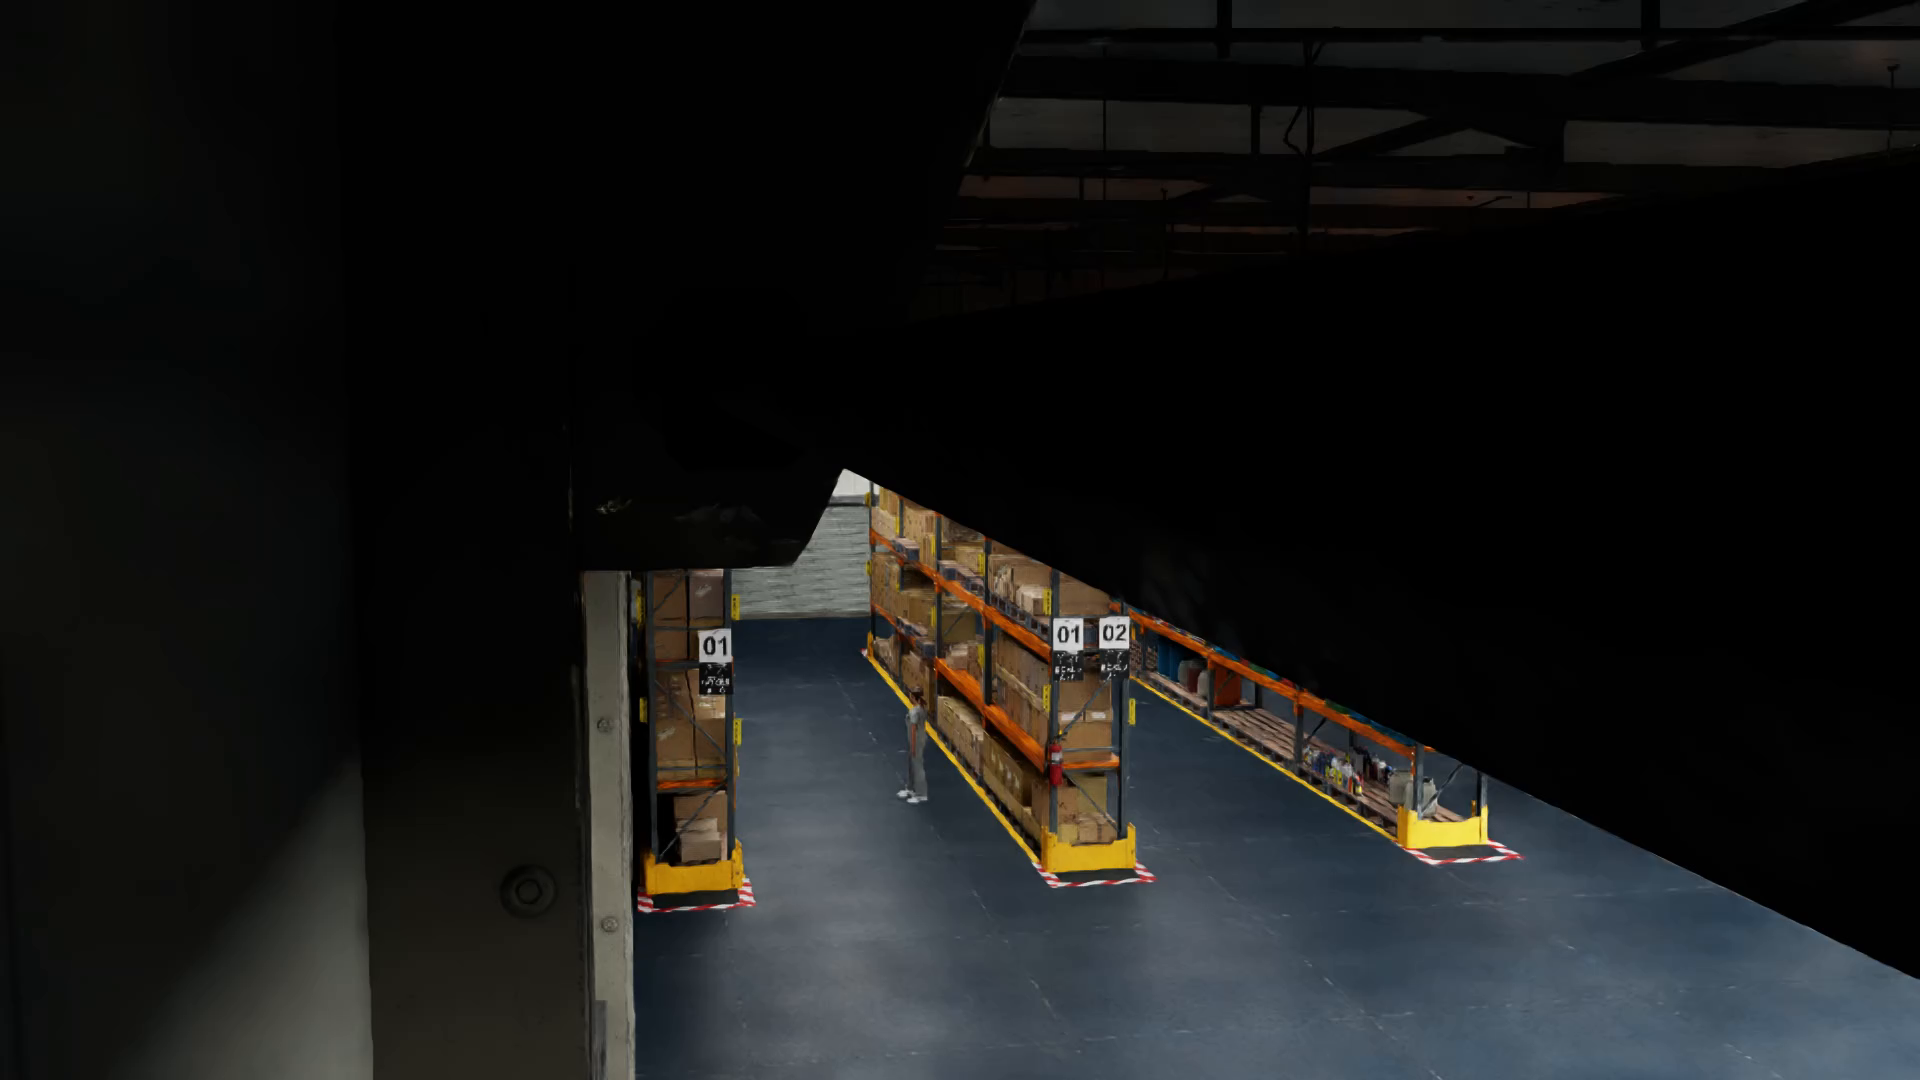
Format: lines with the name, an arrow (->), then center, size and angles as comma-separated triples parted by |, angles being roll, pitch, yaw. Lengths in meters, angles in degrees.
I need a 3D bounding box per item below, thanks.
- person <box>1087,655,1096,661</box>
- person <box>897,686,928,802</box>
person -> 2.351, 2.157, 31.846 | 0.575, 1.689, 1.128 | -1, 6, -13
person -> -0.688, 2.957, 24.282 | 0.511, 1.672, 0.527 | 2, 6, 14
